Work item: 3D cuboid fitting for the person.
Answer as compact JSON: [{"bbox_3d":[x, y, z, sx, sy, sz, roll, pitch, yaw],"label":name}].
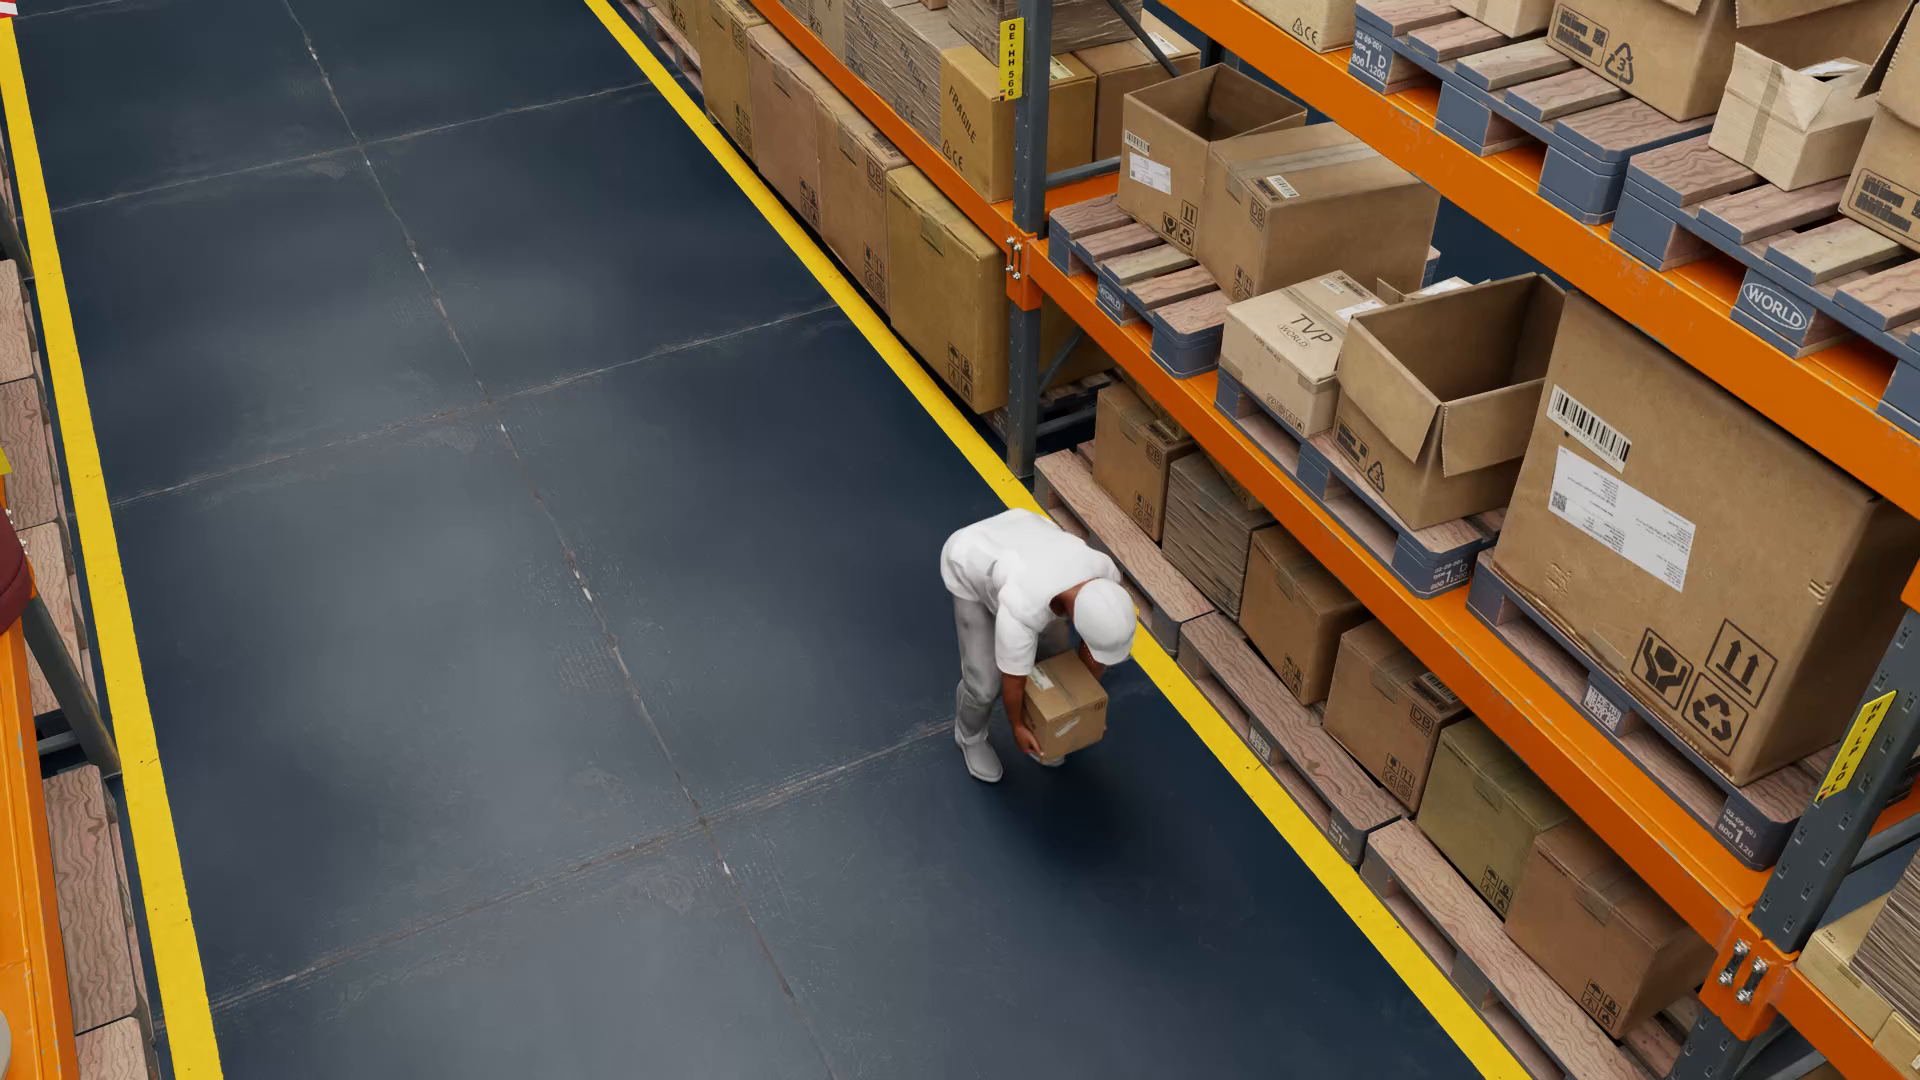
[{"bbox_3d":[0.302,0.440,5.990,0.474,1.295,0.940,-20,45,-22],"label":"person"}]
